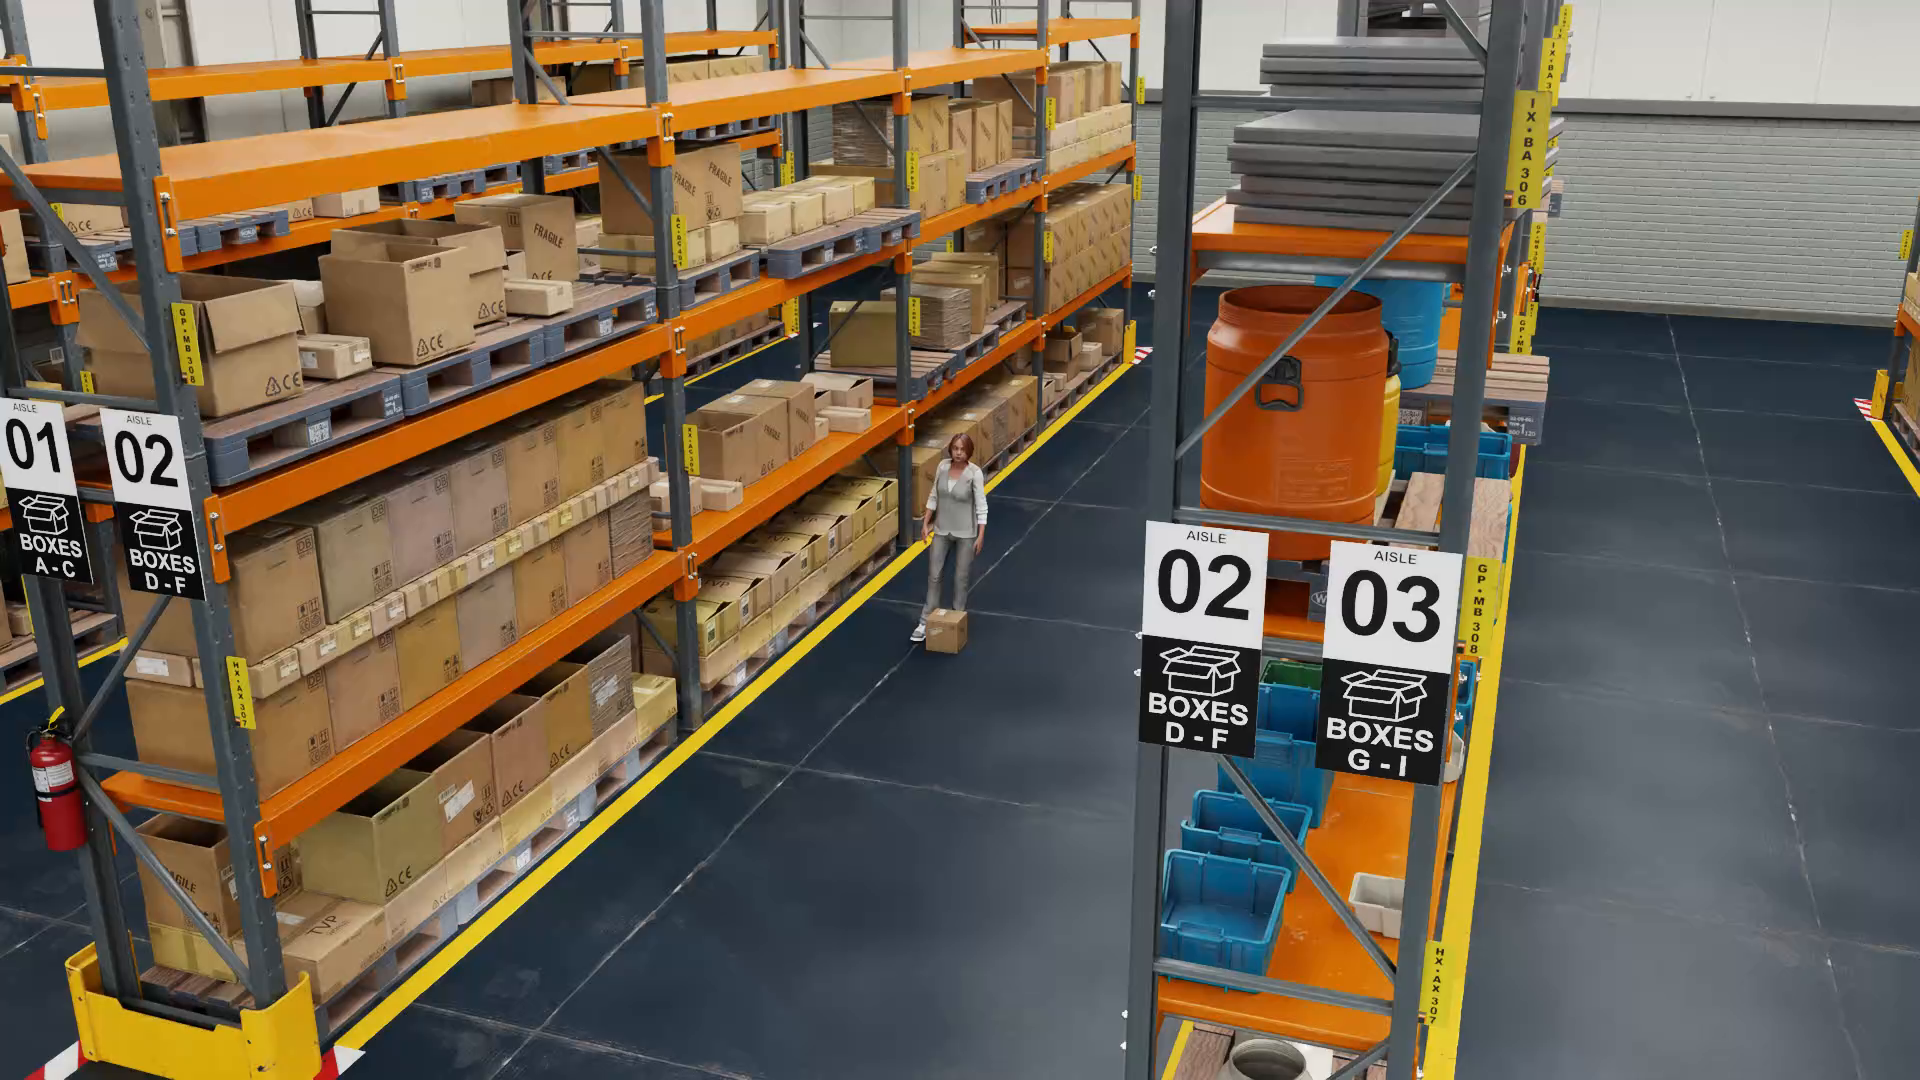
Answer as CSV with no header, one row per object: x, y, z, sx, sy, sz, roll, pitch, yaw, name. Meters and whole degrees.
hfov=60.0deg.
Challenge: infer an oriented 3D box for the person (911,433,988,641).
-0.072,-0.014,12.592,0.521,1.597,0.475,7,20,19,person
